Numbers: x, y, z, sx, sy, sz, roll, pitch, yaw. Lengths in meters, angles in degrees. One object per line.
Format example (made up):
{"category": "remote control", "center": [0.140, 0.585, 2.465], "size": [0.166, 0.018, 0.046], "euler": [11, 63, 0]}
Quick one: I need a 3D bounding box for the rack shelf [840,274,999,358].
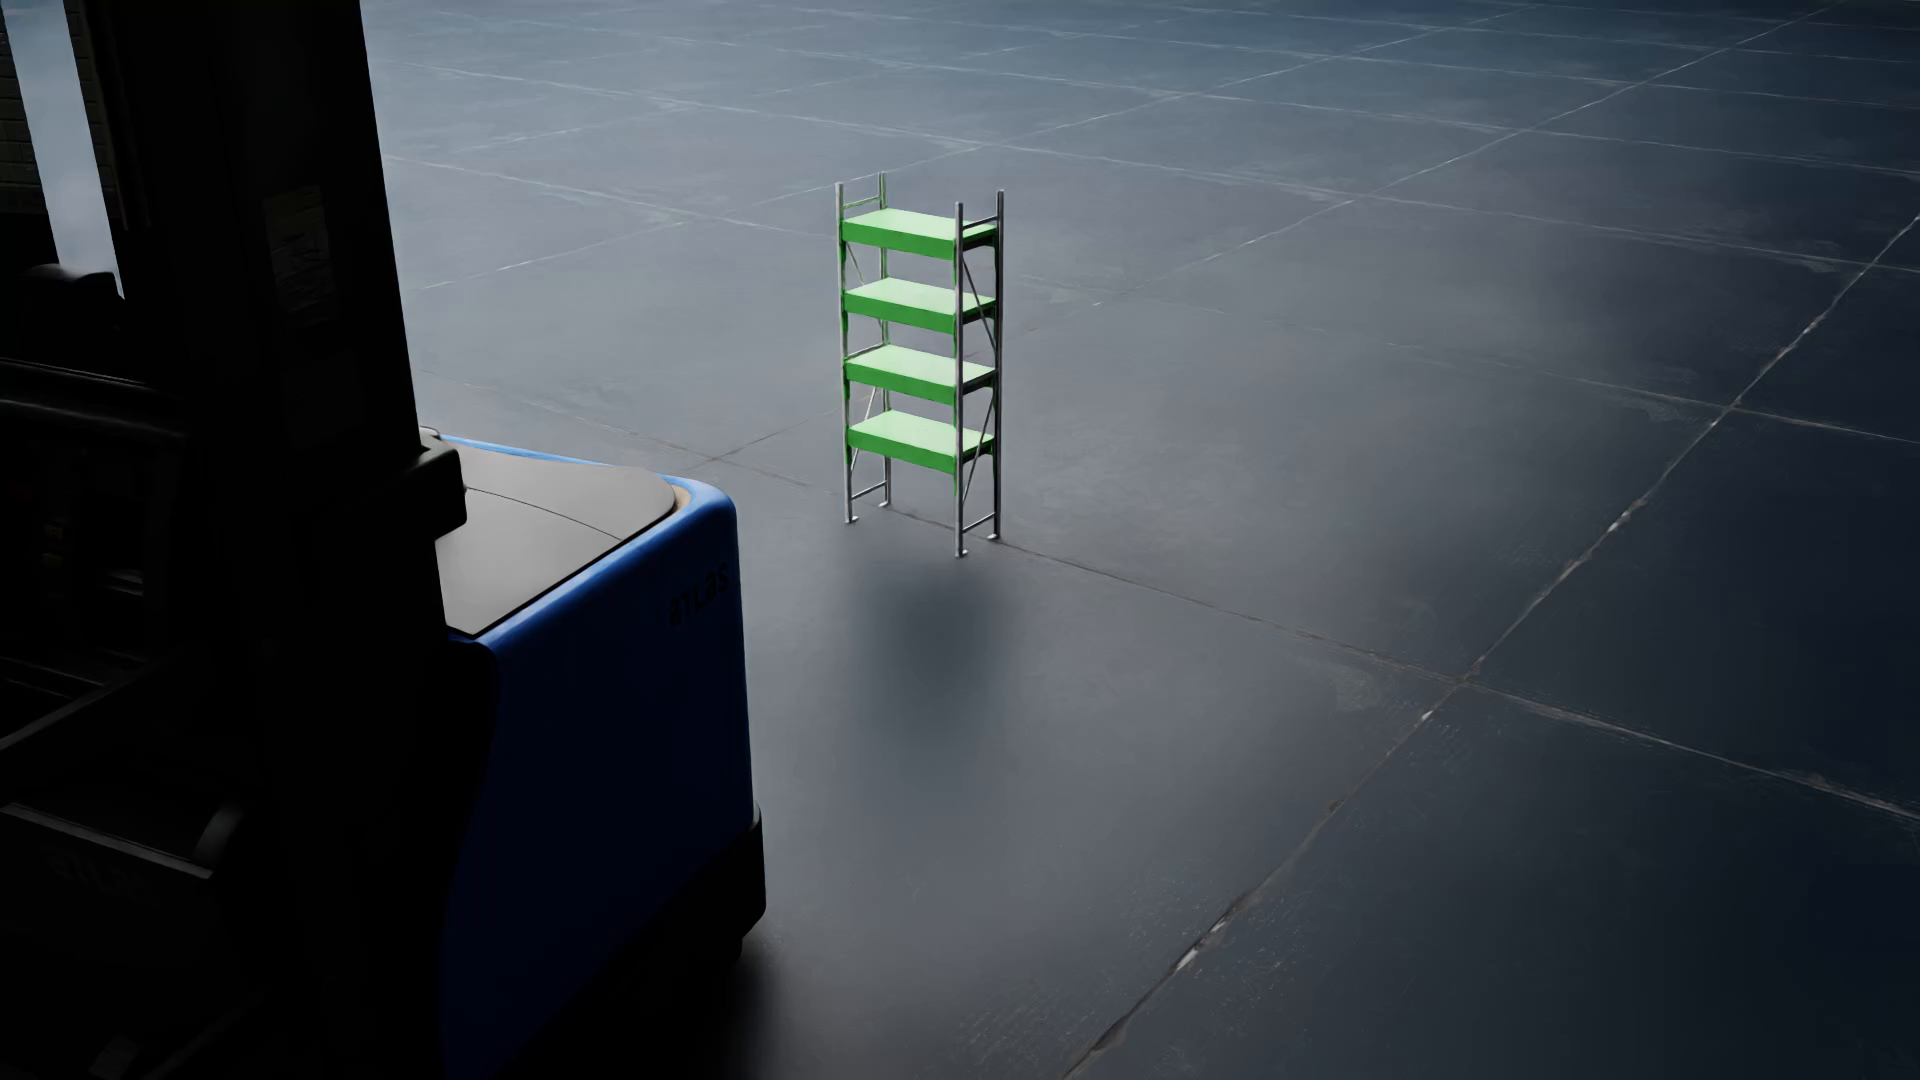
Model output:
{"category": "rack shelf", "center": [-0.132, -0.750, 5.528], "size": [0.480, 0.148, 0.258], "euler": [17, 29, 33]}

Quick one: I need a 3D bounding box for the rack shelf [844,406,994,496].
{"category": "rack shelf", "center": [-0.132, -0.311, 5.721], "size": [0.480, 0.148, 0.258], "euler": [17, 29, 33]}

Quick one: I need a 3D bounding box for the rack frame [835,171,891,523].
{"category": "rack frame", "center": [-0.328, -0.648, 5.733], "size": [0.015, 1.200, 0.240], "euler": [17, 29, 33]}

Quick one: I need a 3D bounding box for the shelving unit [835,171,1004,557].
{"category": "shelving unit", "center": [-0.132, -0.589, 5.599], "size": [0.503, 1.200, 0.258], "euler": [17, 29, 33]}

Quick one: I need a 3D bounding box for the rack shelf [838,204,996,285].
{"category": "rack shelf", "center": [-0.132, -0.970, 5.431], "size": [0.480, 0.148, 0.258], "euler": [17, 29, 33]}

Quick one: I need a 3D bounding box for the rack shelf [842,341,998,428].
{"category": "rack shelf", "center": [-0.132, -0.531, 5.625], "size": [0.480, 0.148, 0.258], "euler": [17, 29, 33]}

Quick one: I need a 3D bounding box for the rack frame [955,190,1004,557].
{"category": "rack frame", "center": [0.063, -0.530, 5.465], "size": [0.015, 1.200, 0.240], "euler": [17, 29, 33]}

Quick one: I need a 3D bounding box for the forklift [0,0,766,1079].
{"category": "forklift", "center": [-1.503, -0.009, 2.135], "size": [1.130, 2.935, 3.031], "euler": [10, 26, 22]}
